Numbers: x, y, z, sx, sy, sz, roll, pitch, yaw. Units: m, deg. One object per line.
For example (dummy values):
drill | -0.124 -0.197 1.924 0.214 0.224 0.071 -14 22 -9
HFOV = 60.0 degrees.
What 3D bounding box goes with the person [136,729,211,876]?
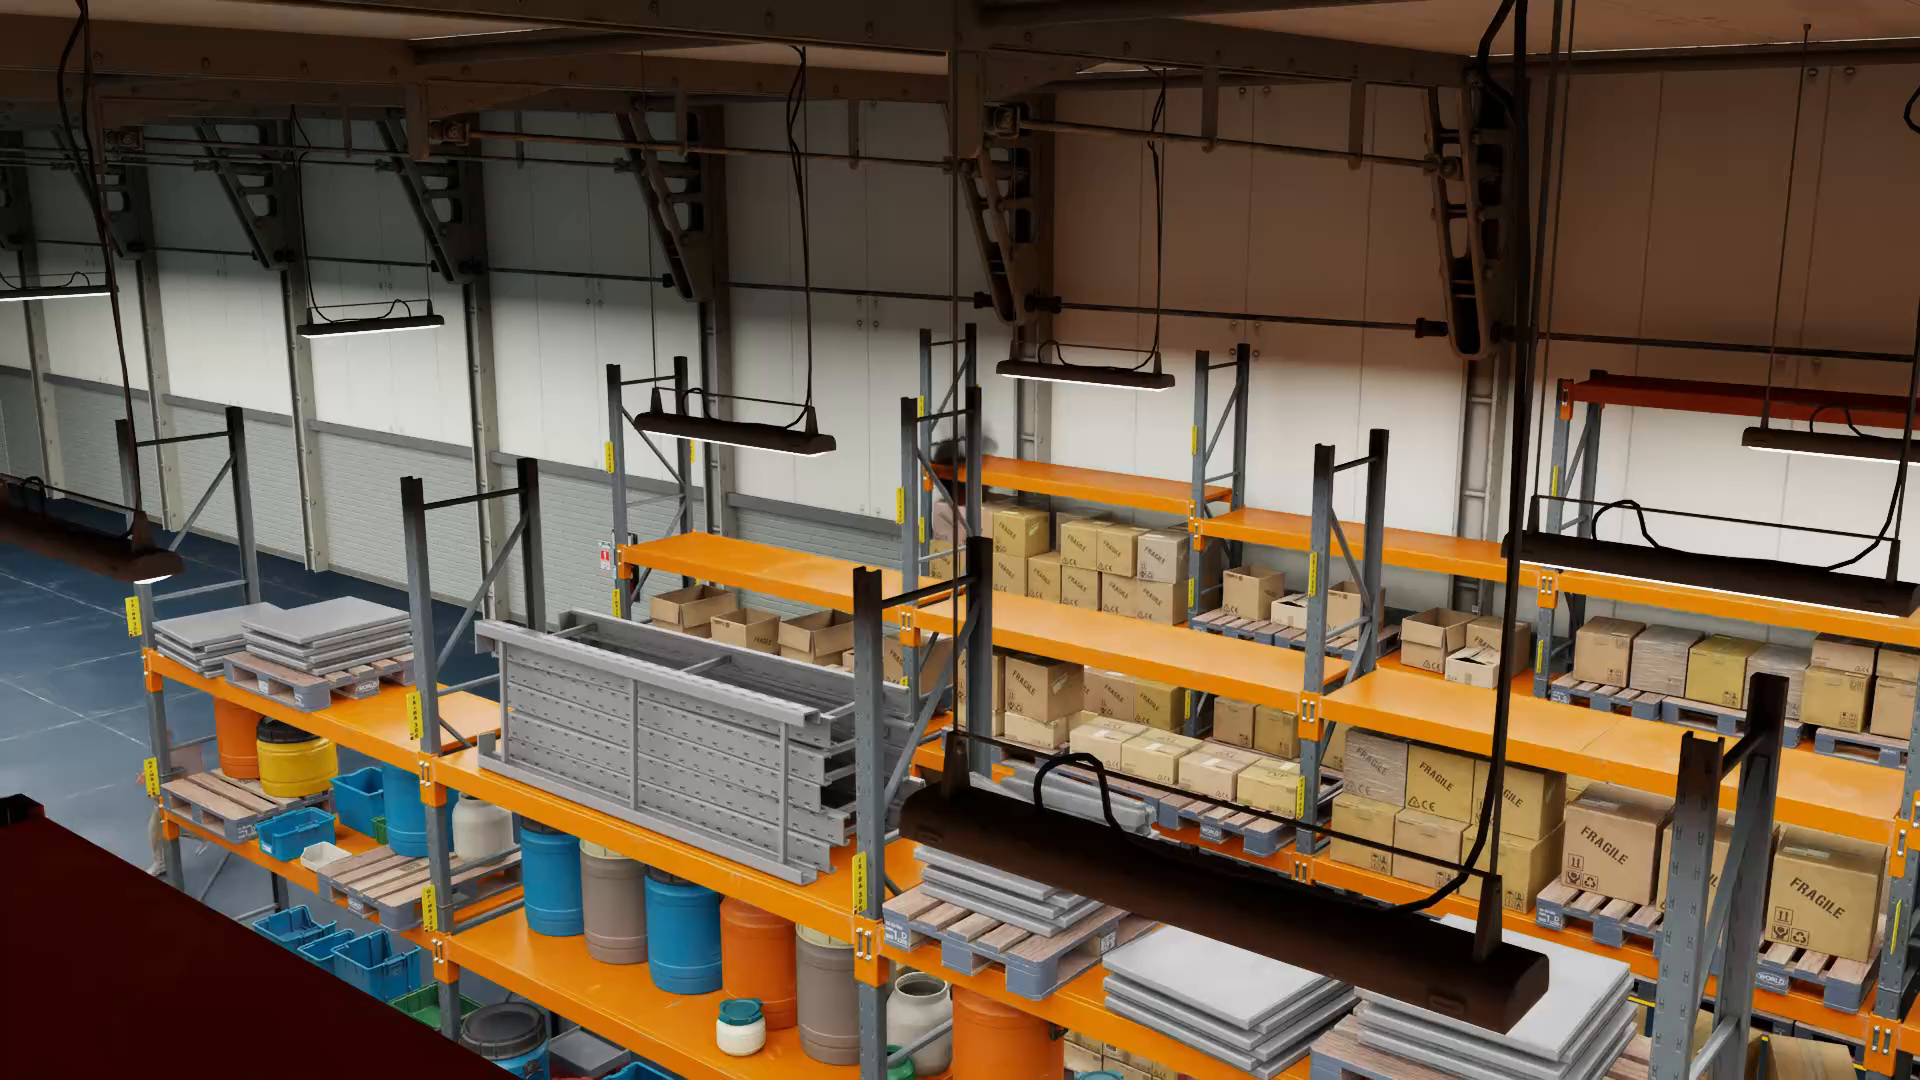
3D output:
person | -9.107 2.983 19.216 0.859 1.736 0.652 -9 15 -35
